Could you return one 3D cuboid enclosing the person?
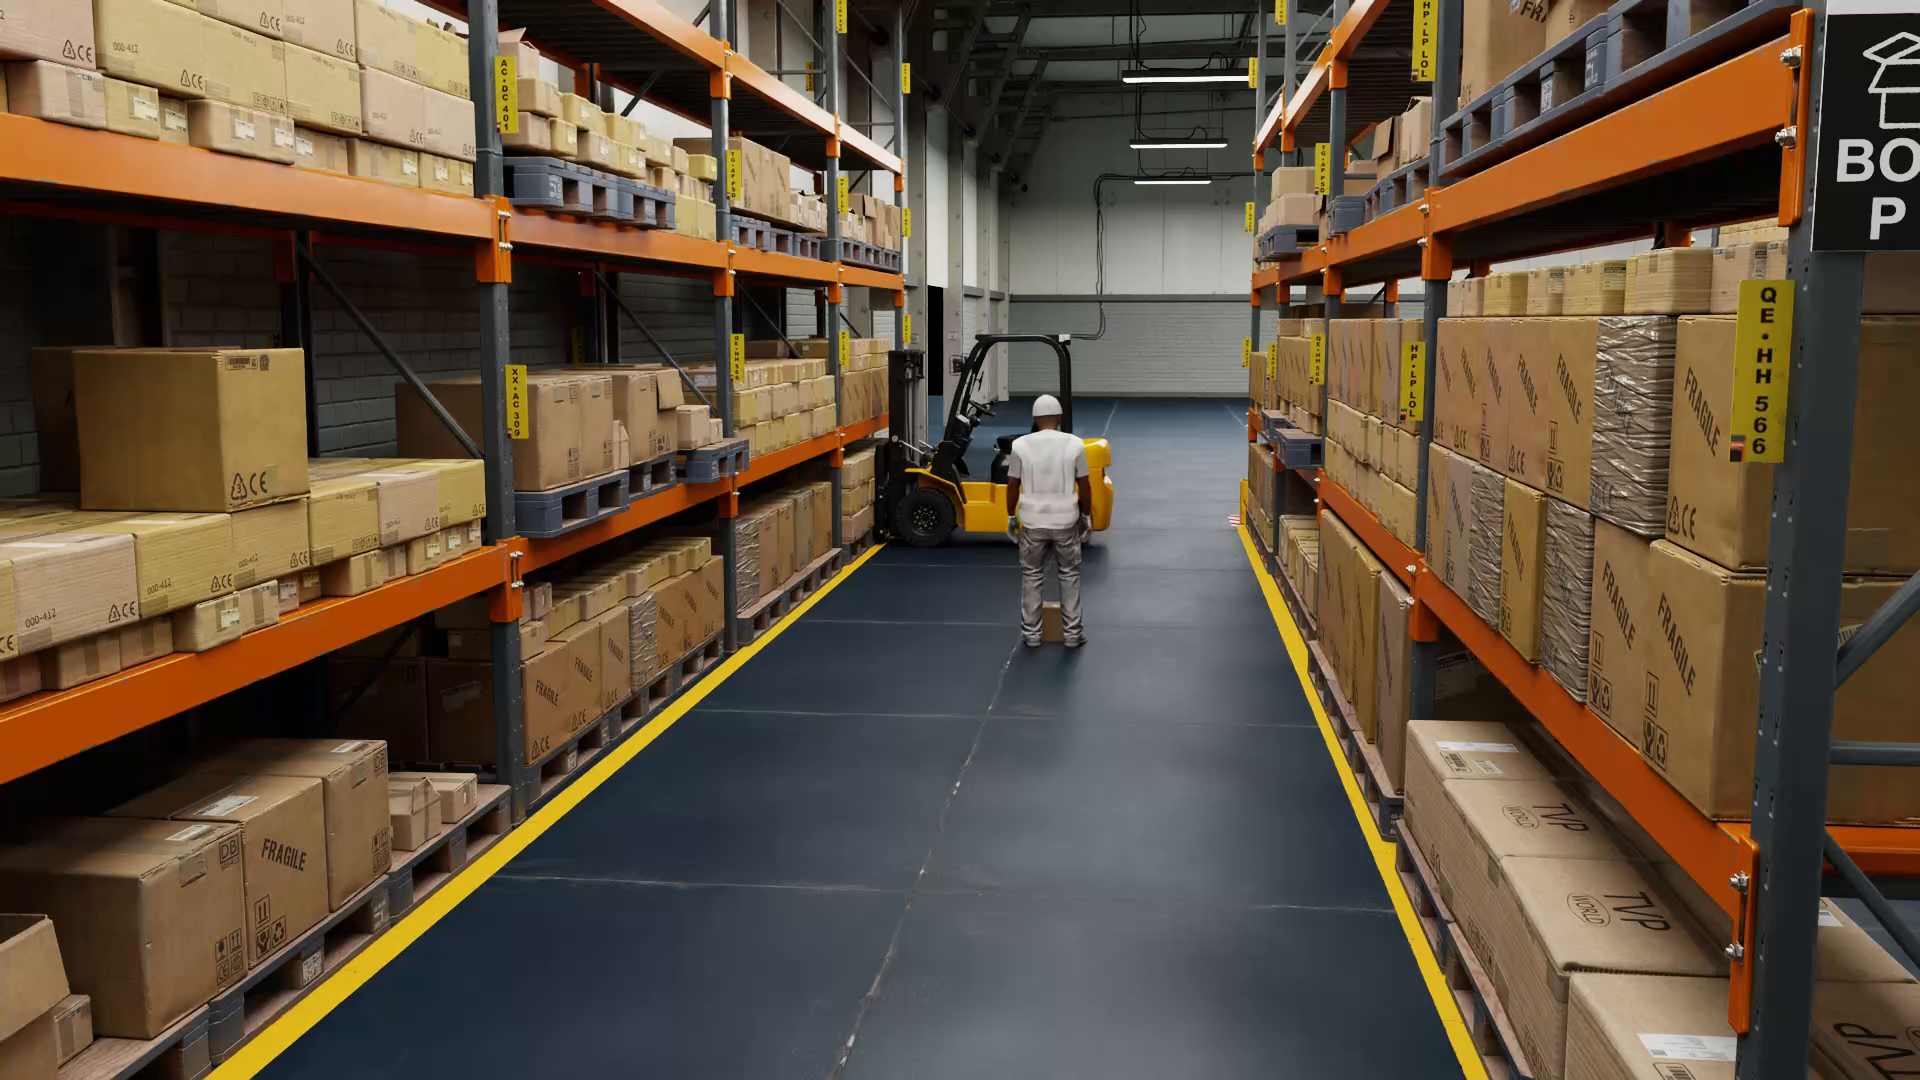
[{"bbox_3d":[0.630,-0.132,11.755,0.608,1.773,0.449,1,8,4],"label":"person"}]
